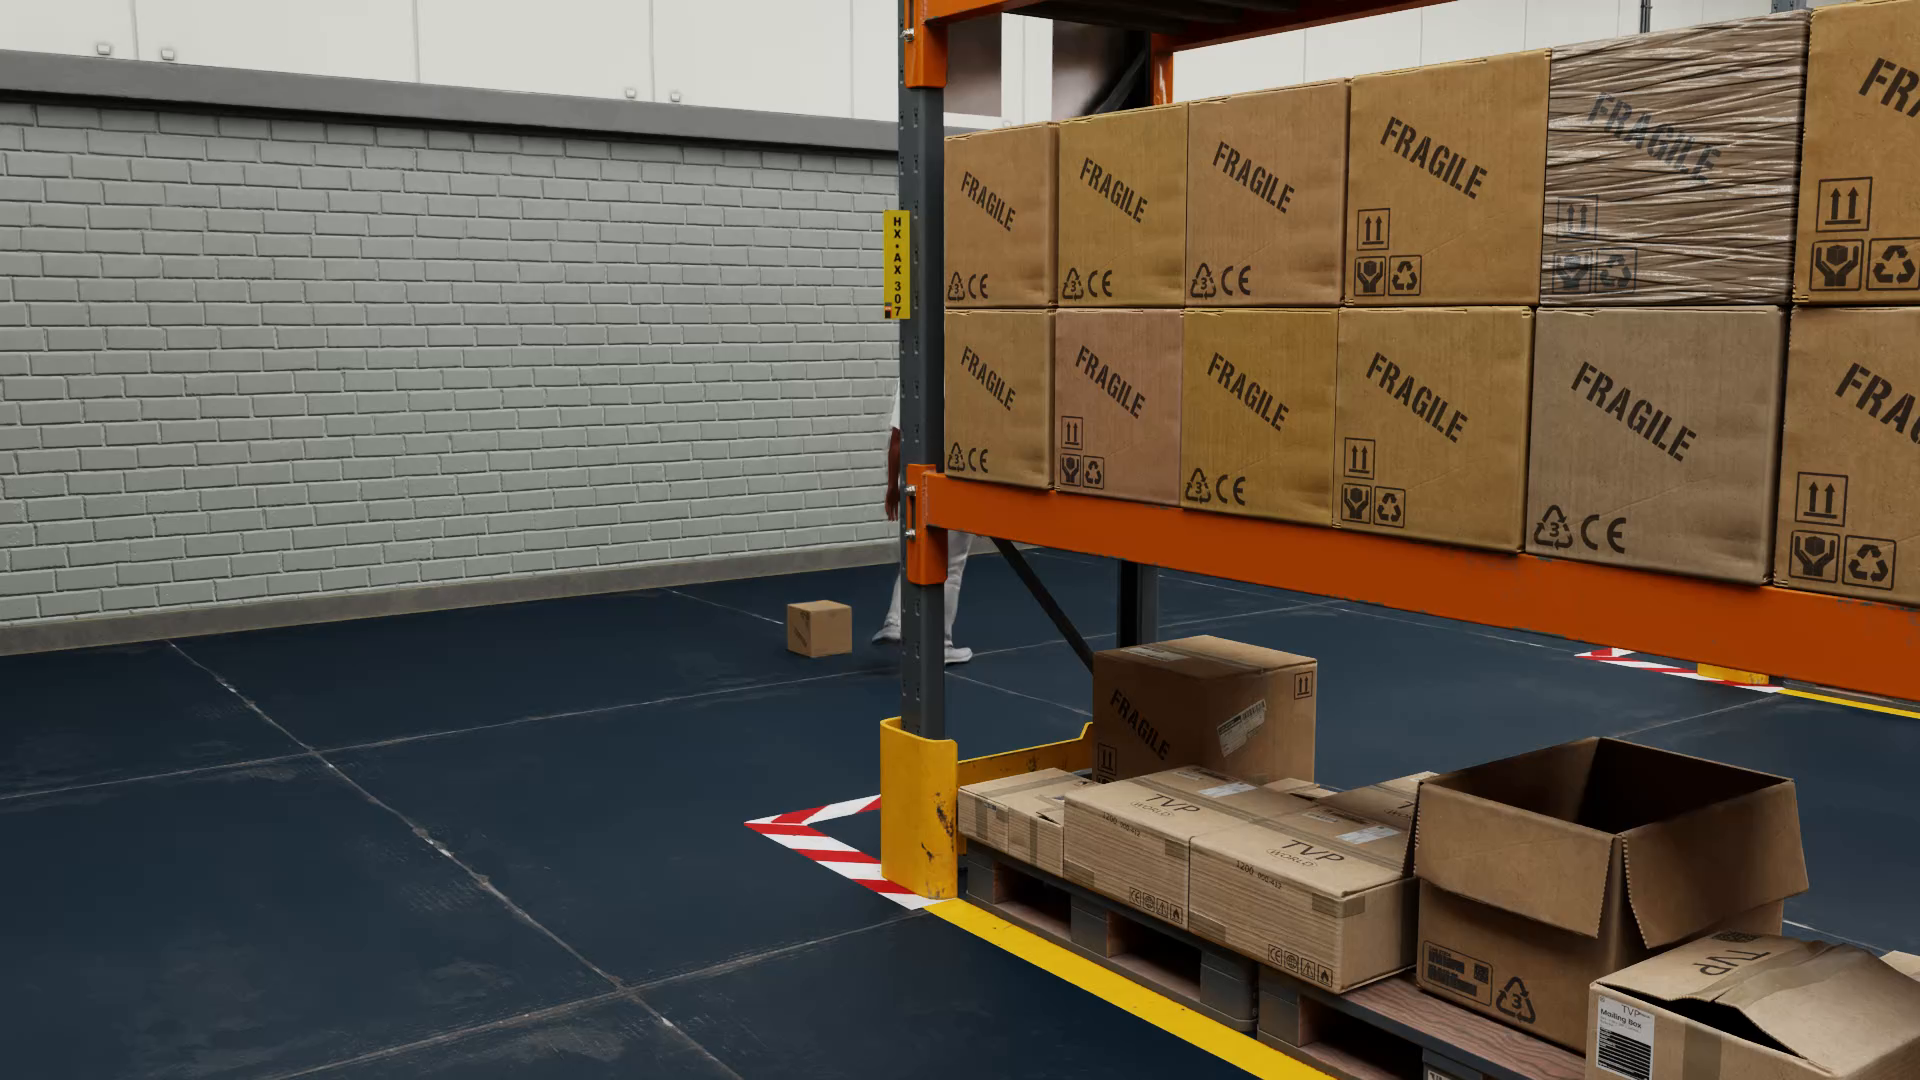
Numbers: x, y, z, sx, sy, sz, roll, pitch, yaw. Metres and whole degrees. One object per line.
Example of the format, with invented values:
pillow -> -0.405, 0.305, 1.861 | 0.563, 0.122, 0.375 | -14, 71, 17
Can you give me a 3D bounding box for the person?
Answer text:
person -> -0.123, -0.228, 8.391 | 0.624, 1.762, 0.572 | 5, 9, 32
